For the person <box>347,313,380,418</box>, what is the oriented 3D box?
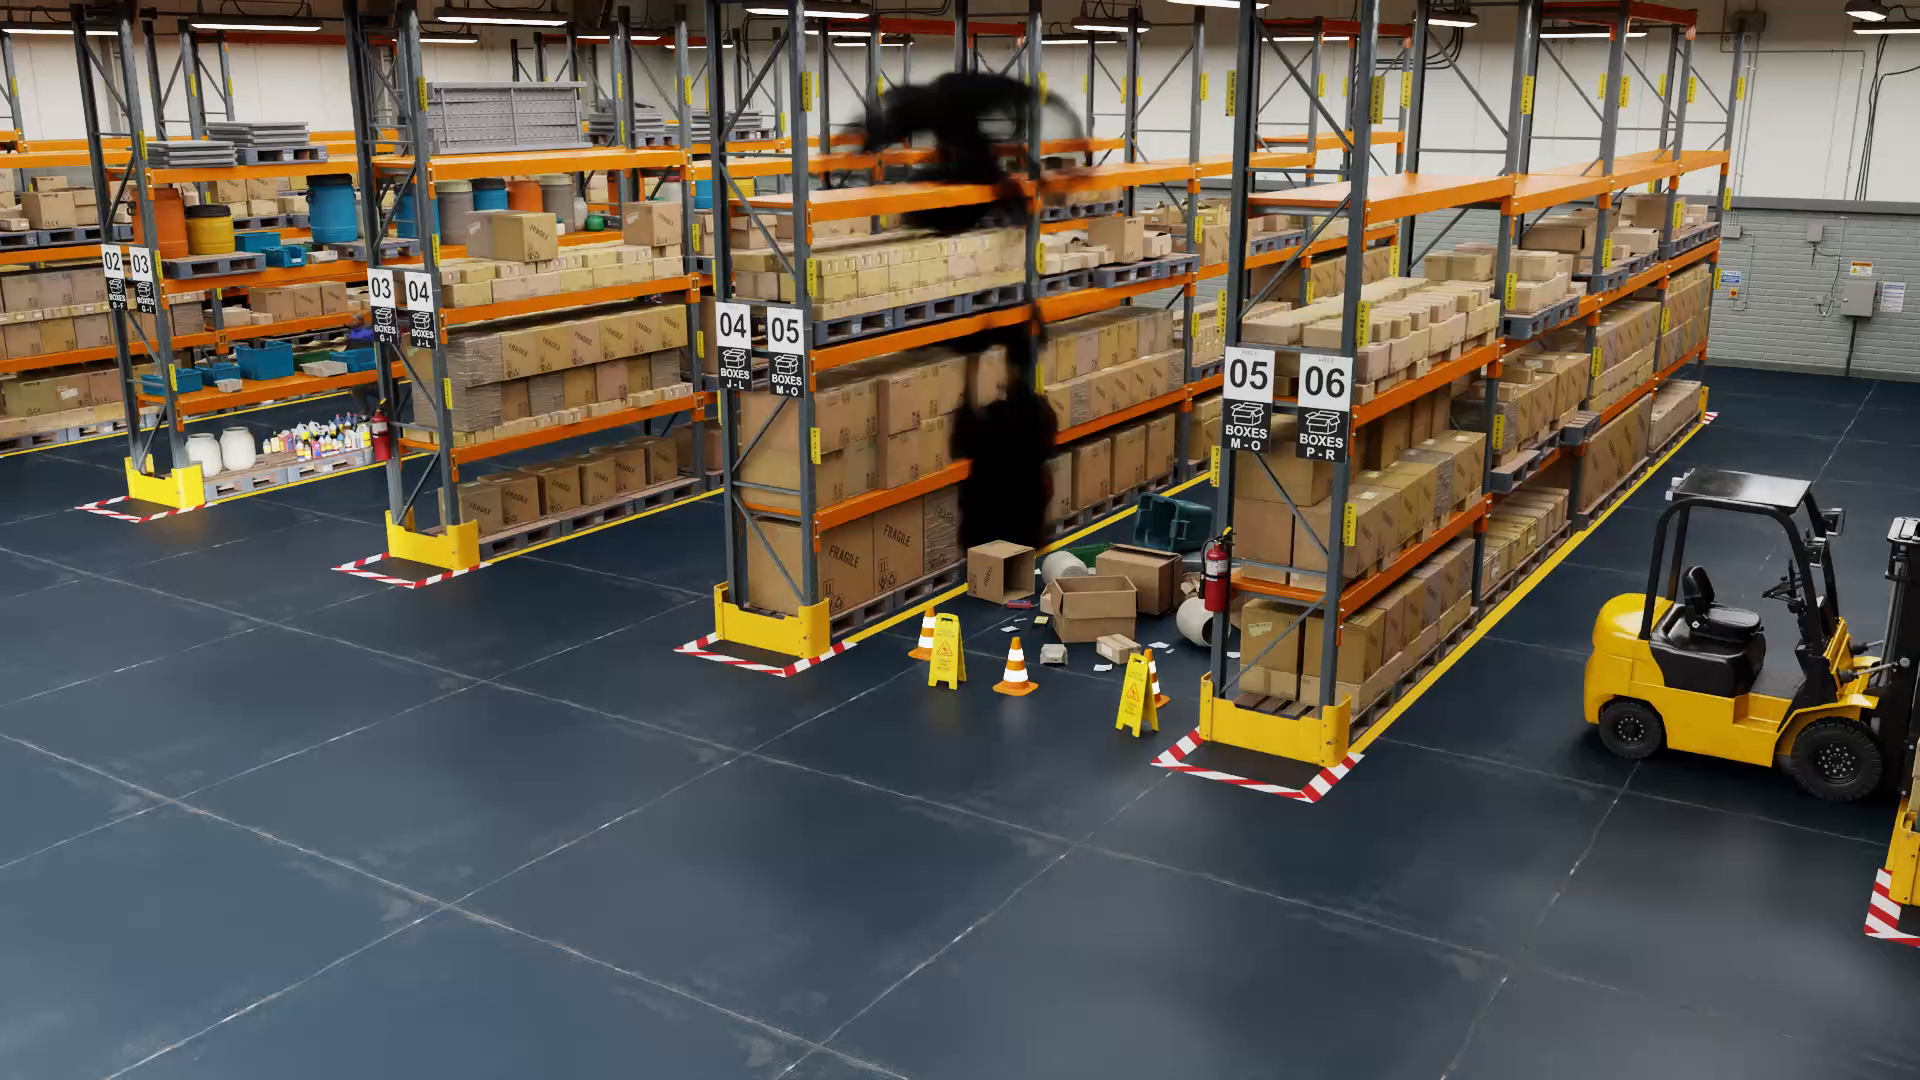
[{"bbox_3d":[-9.372,-2.765,26.156,0.586,1.631,0.583,8,18,28],"label":"person"}]
